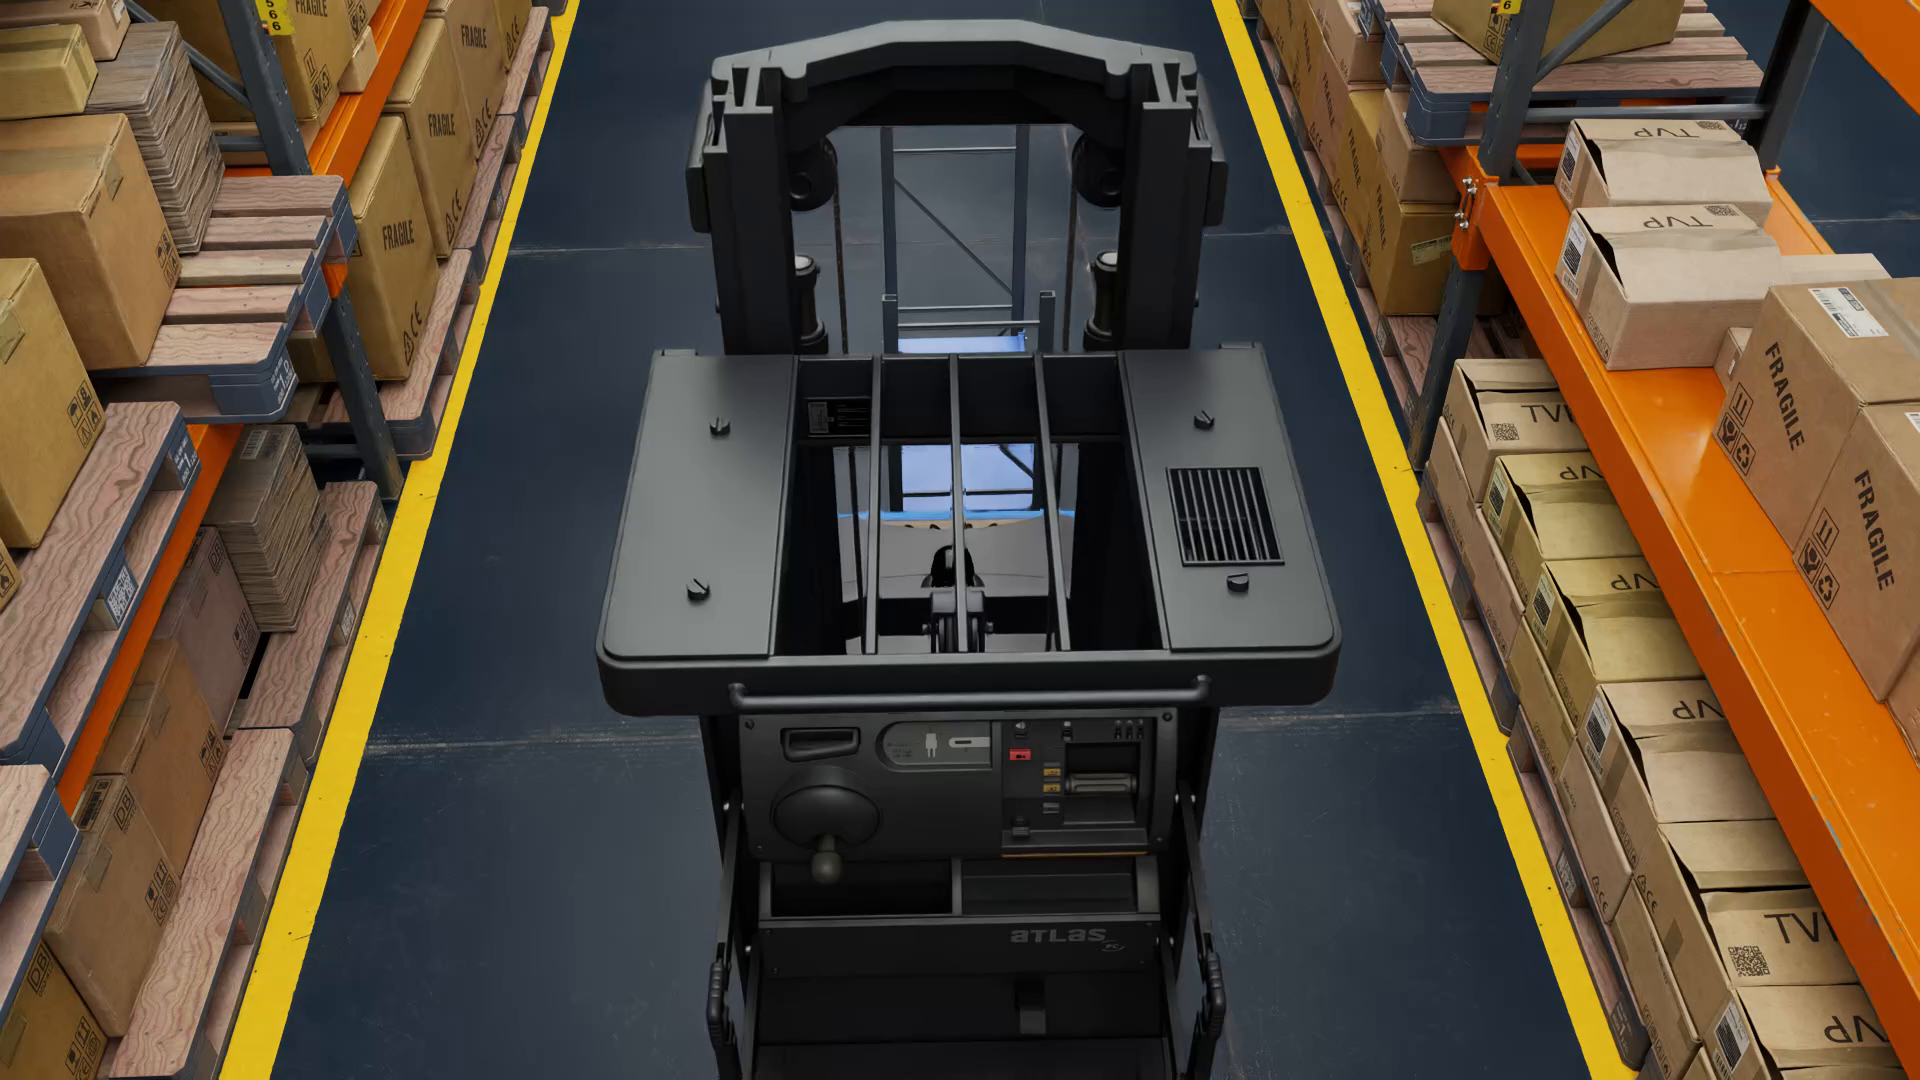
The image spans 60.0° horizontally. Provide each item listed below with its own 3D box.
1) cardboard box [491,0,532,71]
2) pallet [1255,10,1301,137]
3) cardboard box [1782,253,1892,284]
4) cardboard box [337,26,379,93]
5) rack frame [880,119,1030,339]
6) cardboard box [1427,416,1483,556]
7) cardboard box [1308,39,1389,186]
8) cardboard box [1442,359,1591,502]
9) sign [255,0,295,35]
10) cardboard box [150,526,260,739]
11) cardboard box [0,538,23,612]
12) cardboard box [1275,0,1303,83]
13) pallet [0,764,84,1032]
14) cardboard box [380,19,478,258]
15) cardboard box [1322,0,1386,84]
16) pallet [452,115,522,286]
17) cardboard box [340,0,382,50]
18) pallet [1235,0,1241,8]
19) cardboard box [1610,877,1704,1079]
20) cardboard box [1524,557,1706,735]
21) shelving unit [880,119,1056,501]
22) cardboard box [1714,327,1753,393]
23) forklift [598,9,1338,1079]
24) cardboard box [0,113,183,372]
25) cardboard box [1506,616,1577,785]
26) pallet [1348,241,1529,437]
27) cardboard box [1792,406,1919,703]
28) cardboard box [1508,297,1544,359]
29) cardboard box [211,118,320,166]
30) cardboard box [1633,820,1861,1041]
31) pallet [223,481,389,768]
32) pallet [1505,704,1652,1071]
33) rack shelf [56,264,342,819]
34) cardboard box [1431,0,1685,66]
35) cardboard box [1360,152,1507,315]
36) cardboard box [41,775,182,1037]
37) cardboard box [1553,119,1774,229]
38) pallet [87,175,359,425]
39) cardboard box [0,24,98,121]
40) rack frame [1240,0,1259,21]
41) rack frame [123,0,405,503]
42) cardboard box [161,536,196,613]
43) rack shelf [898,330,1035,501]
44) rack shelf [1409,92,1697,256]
[{"bbox_3d":[-2.680,-2.907,8.481,0.750,0.750,0.750,-1,43,-1],"label":"cardboard box"},{"bbox_3d":[2.184,-2.548,8.874,1.003,0.211,1.213,-2,43,-2],"label":"pallet"},{"bbox_3d":[2.596,-0.732,5.014,0.380,0.149,0.250,-2,43,-2],"label":"cardboard box"},{"bbox_3d":[-2.379,-1.775,6.137,0.380,0.149,0.250,0,43,0],"label":"cardboard box"},{"bbox_3d":[-0.018,-0.838,6.055,0.500,1.500,0.032,-2,43,-2],"label":"rack frame"},{"bbox_3d":[2.010,-0.203,5.975,0.500,0.250,0.500,-2,43,-2],"label":"cardboard box"},{"bbox_3d":[1.957,-1.992,7.728,0.500,0.500,0.500,-3,43,-3],"label":"cardboard box"},{"bbox_3d":[2.010,-0.409,5.786,0.500,0.311,0.500,0,43,0],"label":"cardboard box"},{"bbox_3d":[-2.126,-1.698,5.085,0.100,0.325,0.005,-2,43,-2],"label":"sign"},{"bbox_3d":[-2.679,0.316,5.210,0.700,0.500,0.500,-2,43,-2],"label":"cardboard box"},{"bbox_3d":[-2.561,0.057,3.569,0.700,0.500,0.500,4,43,4],"label":"cardboard box"},{"bbox_3d":[1.922,-2.671,8.469,0.500,0.500,0.500,-1,43,-1],"label":"cardboard box"},{"bbox_3d":[-2.385,0.972,3.112,1.003,0.211,1.213,-2,43,-2],"label":"pallet"},{"bbox_3d":[-2.599,-1.733,7.201,0.750,0.750,0.750,-2,43,-2],"label":"cardboard box"},{"bbox_3d":[1.953,-2.294,7.502,0.500,0.250,0.500,-2,43,-3],"label":"cardboard box"},{"bbox_3d":[-2.675,-1.607,7.847,1.003,0.211,1.213,-2,43,-2],"label":"pallet"},{"bbox_3d":[-2.446,-2.122,6.036,0.500,0.500,0.500,0,43,0],"label":"cardboard box"},{"bbox_3d":[2.083,-3.560,9.977,1.003,0.211,1.213,-2,43,-2],"label":"pallet"},{"bbox_3d":[2.102,1.177,4.470,0.500,0.250,0.500,-1,43,-1],"label":"cardboard box"},{"bbox_3d":[2.060,0.289,5.024,0.500,0.311,0.500,-3,43,-3],"label":"cardboard box"},{"bbox_3d":[0.004,-0.495,5.680,0.538,1.500,1.048,-2,43,-2],"label":"shelving unit"},{"bbox_3d":[2.392,-0.472,4.731,0.380,0.149,0.250,1,43,1],"label":"cardboard box"},{"bbox_3d":[0.004,0.590,3.437,1.130,2.935,3.031,-1,43,-1],"label":"forklift"},{"bbox_3d":[-2.587,-0.784,4.486,0.700,0.500,0.500,-5,43,-6],"label":"cardboard box"},{"bbox_3d":[2.060,0.487,5.223,0.500,0.250,0.500,-3,43,-3],"label":"cardboard box"},{"bbox_3d":[2.287,-0.901,7.076,1.003,0.211,1.213,-2,43,-2],"label":"pallet"},{"bbox_3d":[2.391,0.027,3.926,0.500,0.500,0.500,-2,43,-2],"label":"cardboard box"},{"bbox_3d":[2.547,-0.980,6.623,0.500,0.500,0.500,0,43,0],"label":"cardboard box"},{"bbox_3d":[-2.450,-1.423,5.753,0.380,0.149,0.250,-2,43,-2],"label":"cardboard box"},{"bbox_3d":[2.100,0.976,4.275,0.500,0.311,0.500,-2,43,-2],"label":"cardboard box"},{"bbox_3d":[-2.636,0.277,5.792,1.003,0.211,1.213,-2,43,-2],"label":"pallet"},{"bbox_3d":[2.326,0.983,5.021,1.003,0.211,1.213,-2,43,-2],"label":"pallet"},{"bbox_3d":[-2.583,0.336,4.195,1.077,0.370,4.000,-2,43,-2],"label":"rack shelf"},{"bbox_3d":[2.142,-2.037,5.868,0.700,0.500,0.500,-15,45,-16],"label":"cardboard box"},{"bbox_3d":[2.007,-1.289,6.961,0.500,0.500,0.500,0,43,0],"label":"cardboard box"},{"bbox_3d":[-2.599,0.991,4.473,0.700,0.500,0.500,-1,43,-1],"label":"cardboard box"},{"bbox_3d":[2.253,-1.144,5.344,0.500,0.311,0.500,1,43,1],"label":"cardboard box"},{"bbox_3d":[-2.531,-0.730,4.969,1.213,0.211,1.003,-2,43,-2],"label":"pallet"},{"bbox_3d":[-2.595,-1.268,4.534,0.380,0.149,0.250,-8,43,-9],"label":"cardboard box"},{"bbox_3d":[2.111,-4.124,8.529,1.000,3.000,0.127,-2,43,-2],"label":"rack frame"},{"bbox_3d":[-2.668,-1.279,5.425,1.000,3.000,0.127,-2,43,-2],"label":"rack frame"},{"bbox_3d":[-2.624,0.075,4.917,0.500,0.250,0.500,-1,43,-1],"label":"cardboard box"},{"bbox_3d":[0.004,-0.363,5.802,0.538,0.185,1.000,-2,43,-2],"label":"rack shelf"},{"bbox_3d":[2.196,-2.509,7.299,1.077,0.370,4.000,-2,43,-2],"label":"rack shelf"}]
